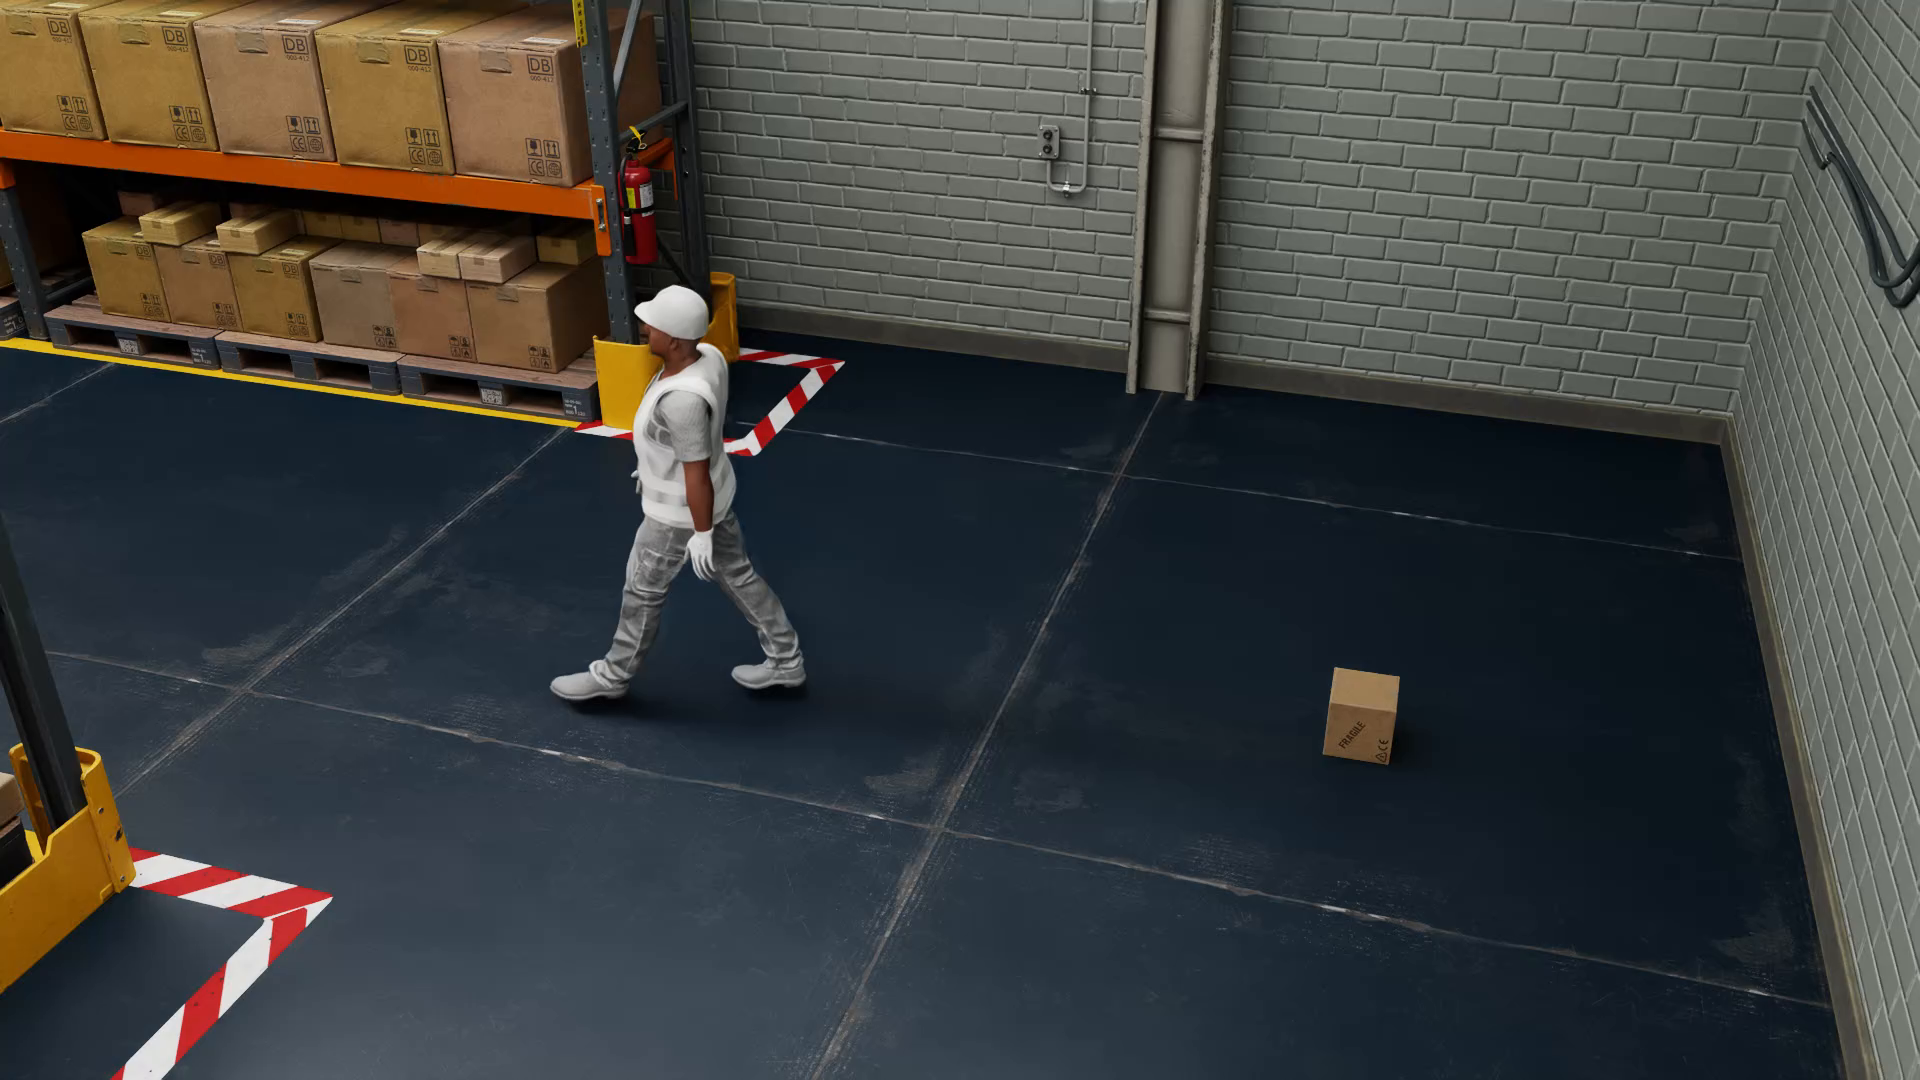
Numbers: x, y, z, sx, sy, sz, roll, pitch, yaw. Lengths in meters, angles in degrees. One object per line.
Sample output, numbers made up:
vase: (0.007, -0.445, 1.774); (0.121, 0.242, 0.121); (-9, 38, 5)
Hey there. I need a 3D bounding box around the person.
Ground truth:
person: (-1.132, -0.165, 6.386); (1.012, 1.728, 0.597); (3, 29, 6)
